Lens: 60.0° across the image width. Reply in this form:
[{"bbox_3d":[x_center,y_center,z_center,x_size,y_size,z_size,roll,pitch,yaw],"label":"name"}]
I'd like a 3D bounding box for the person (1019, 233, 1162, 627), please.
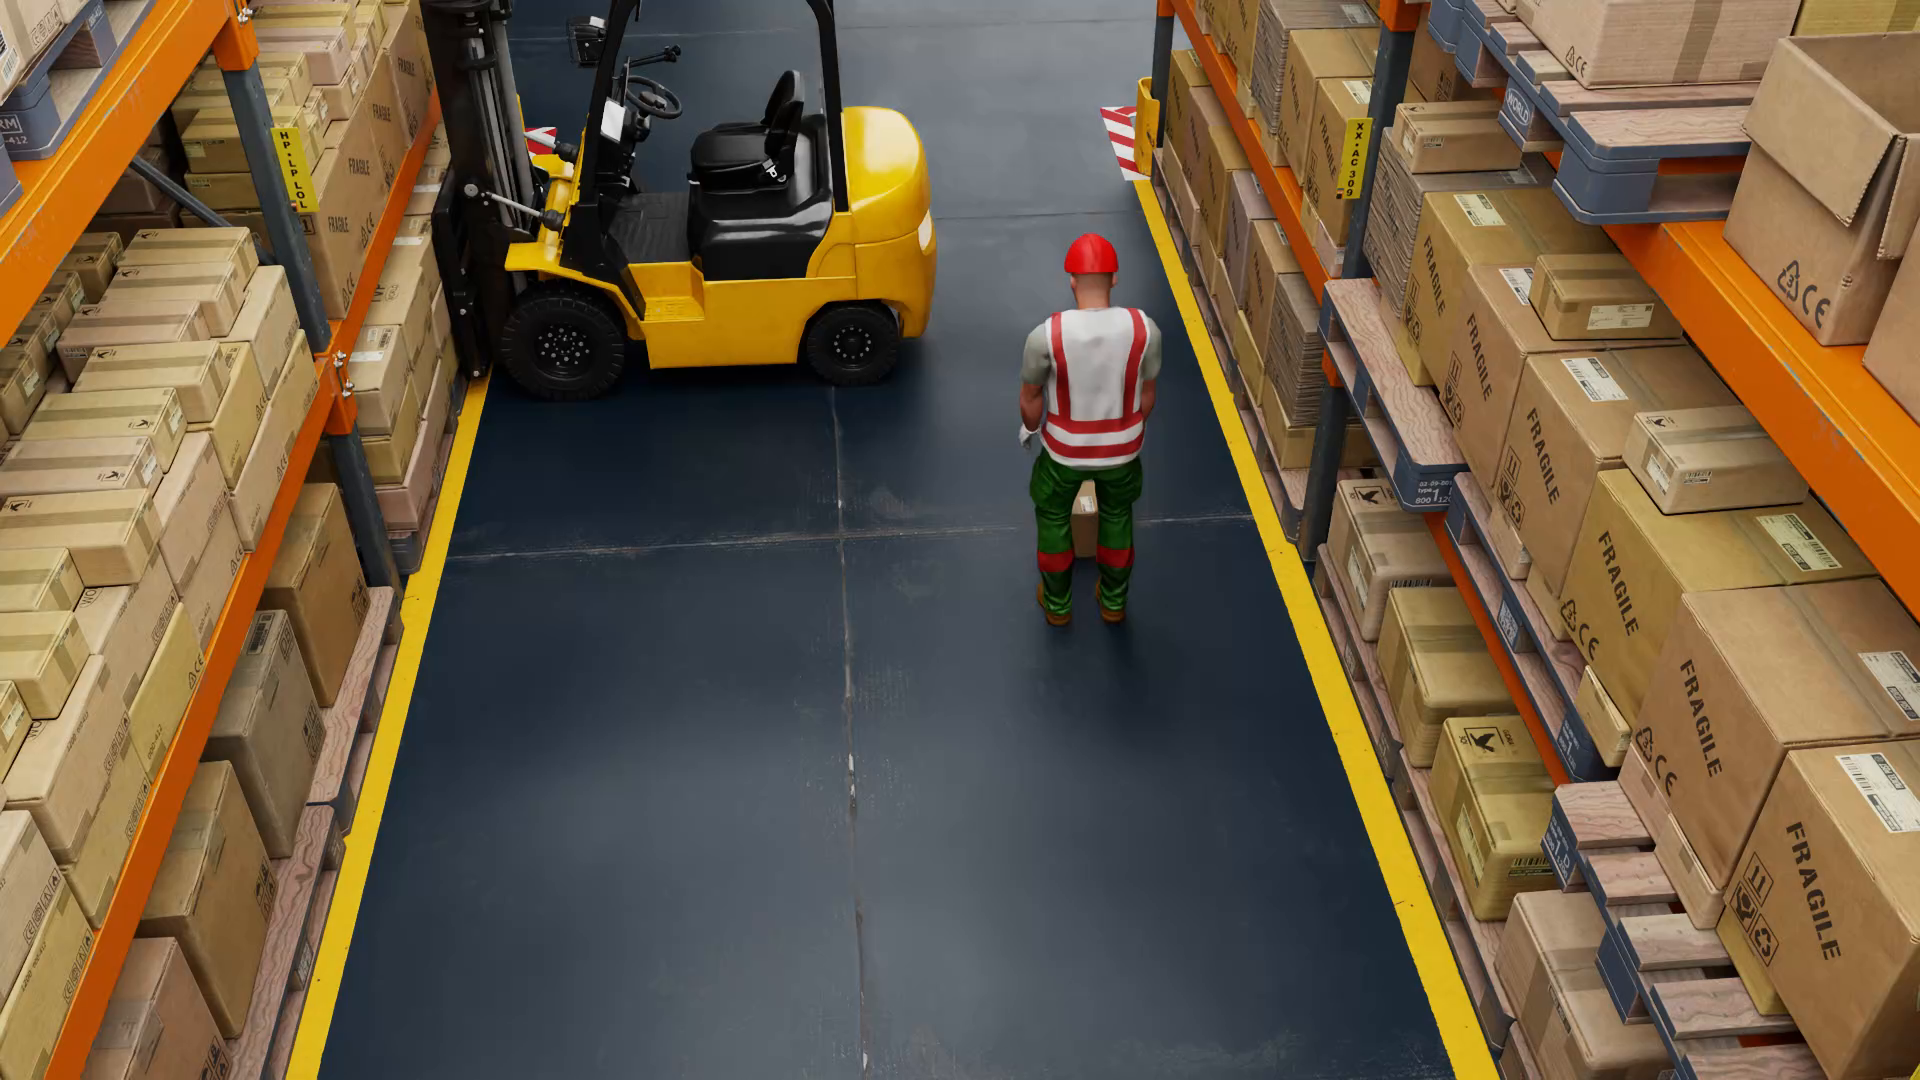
[{"bbox_3d":[0.500,-0.402,6.668,0.538,1.752,0.428,-2,39,-3],"label":"person"}]
